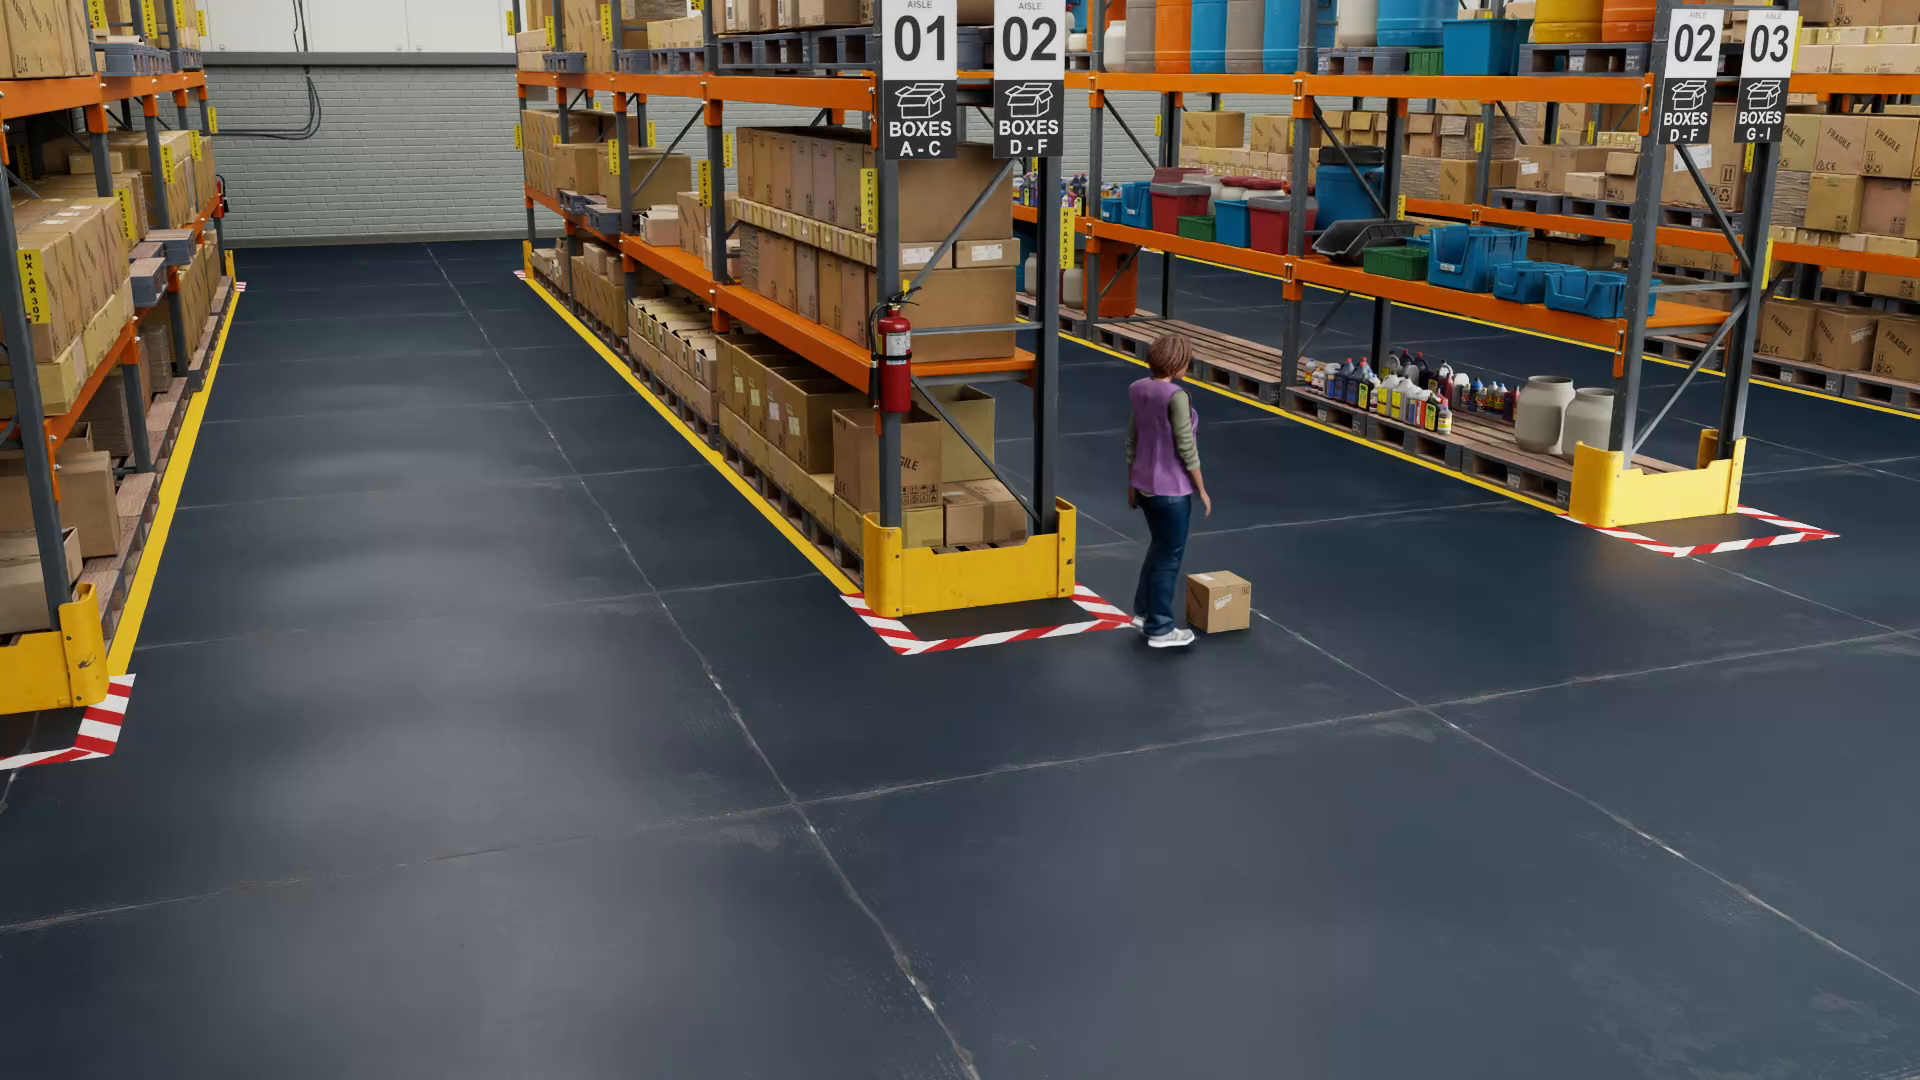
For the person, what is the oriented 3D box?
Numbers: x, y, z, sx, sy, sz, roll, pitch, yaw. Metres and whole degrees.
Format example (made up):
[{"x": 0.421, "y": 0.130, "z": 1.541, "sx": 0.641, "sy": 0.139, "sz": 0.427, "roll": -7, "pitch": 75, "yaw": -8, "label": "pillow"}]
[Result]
[{"x": 1.023, "y": -0.219, "z": 8.325, "sx": 0.335, "sy": 1.648, "sz": 0.459, "roll": -9, "pitch": 18, "yaw": -29, "label": "person"}]
